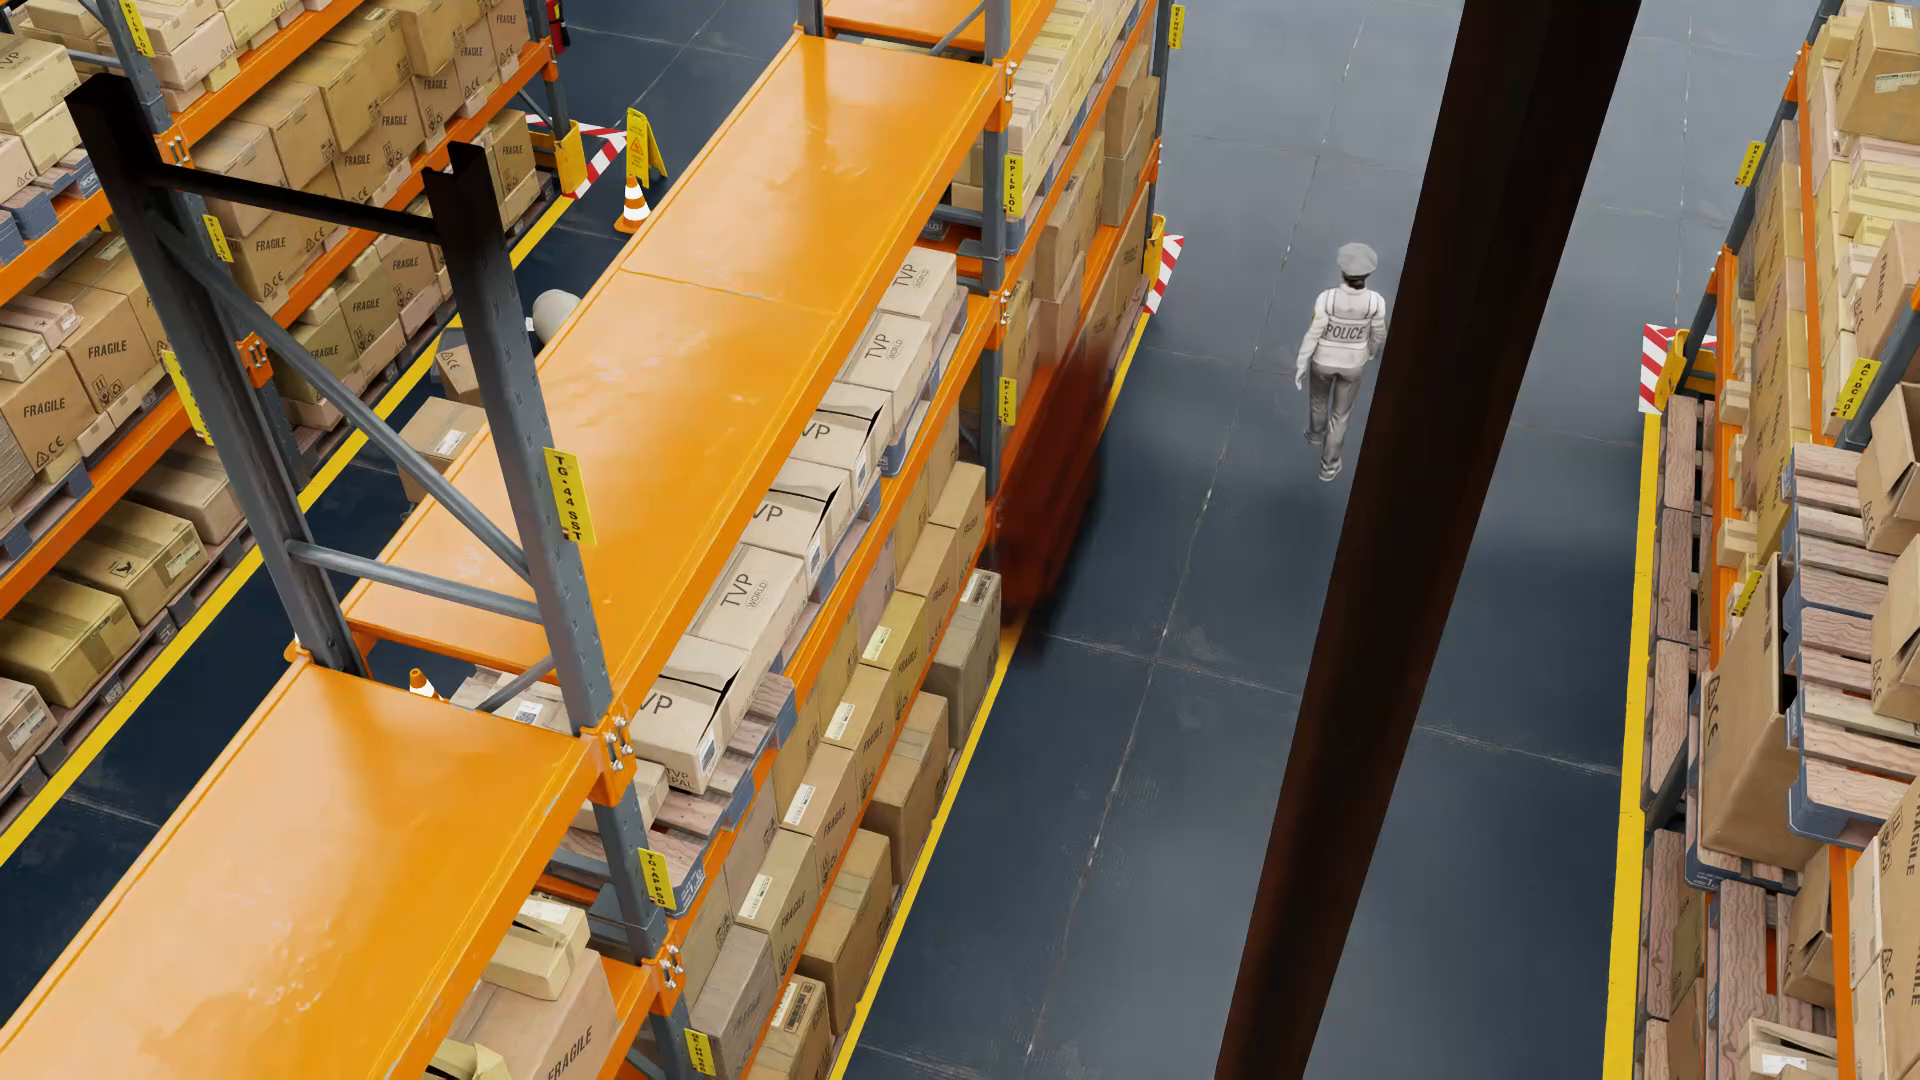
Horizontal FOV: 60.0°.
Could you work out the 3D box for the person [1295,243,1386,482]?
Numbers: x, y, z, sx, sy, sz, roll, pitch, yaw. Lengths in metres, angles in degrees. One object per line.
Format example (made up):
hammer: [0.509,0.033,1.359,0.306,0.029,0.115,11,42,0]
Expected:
person: [2.431,-1.156,10.700,0.525,1.714,0.639,9,46,9]
